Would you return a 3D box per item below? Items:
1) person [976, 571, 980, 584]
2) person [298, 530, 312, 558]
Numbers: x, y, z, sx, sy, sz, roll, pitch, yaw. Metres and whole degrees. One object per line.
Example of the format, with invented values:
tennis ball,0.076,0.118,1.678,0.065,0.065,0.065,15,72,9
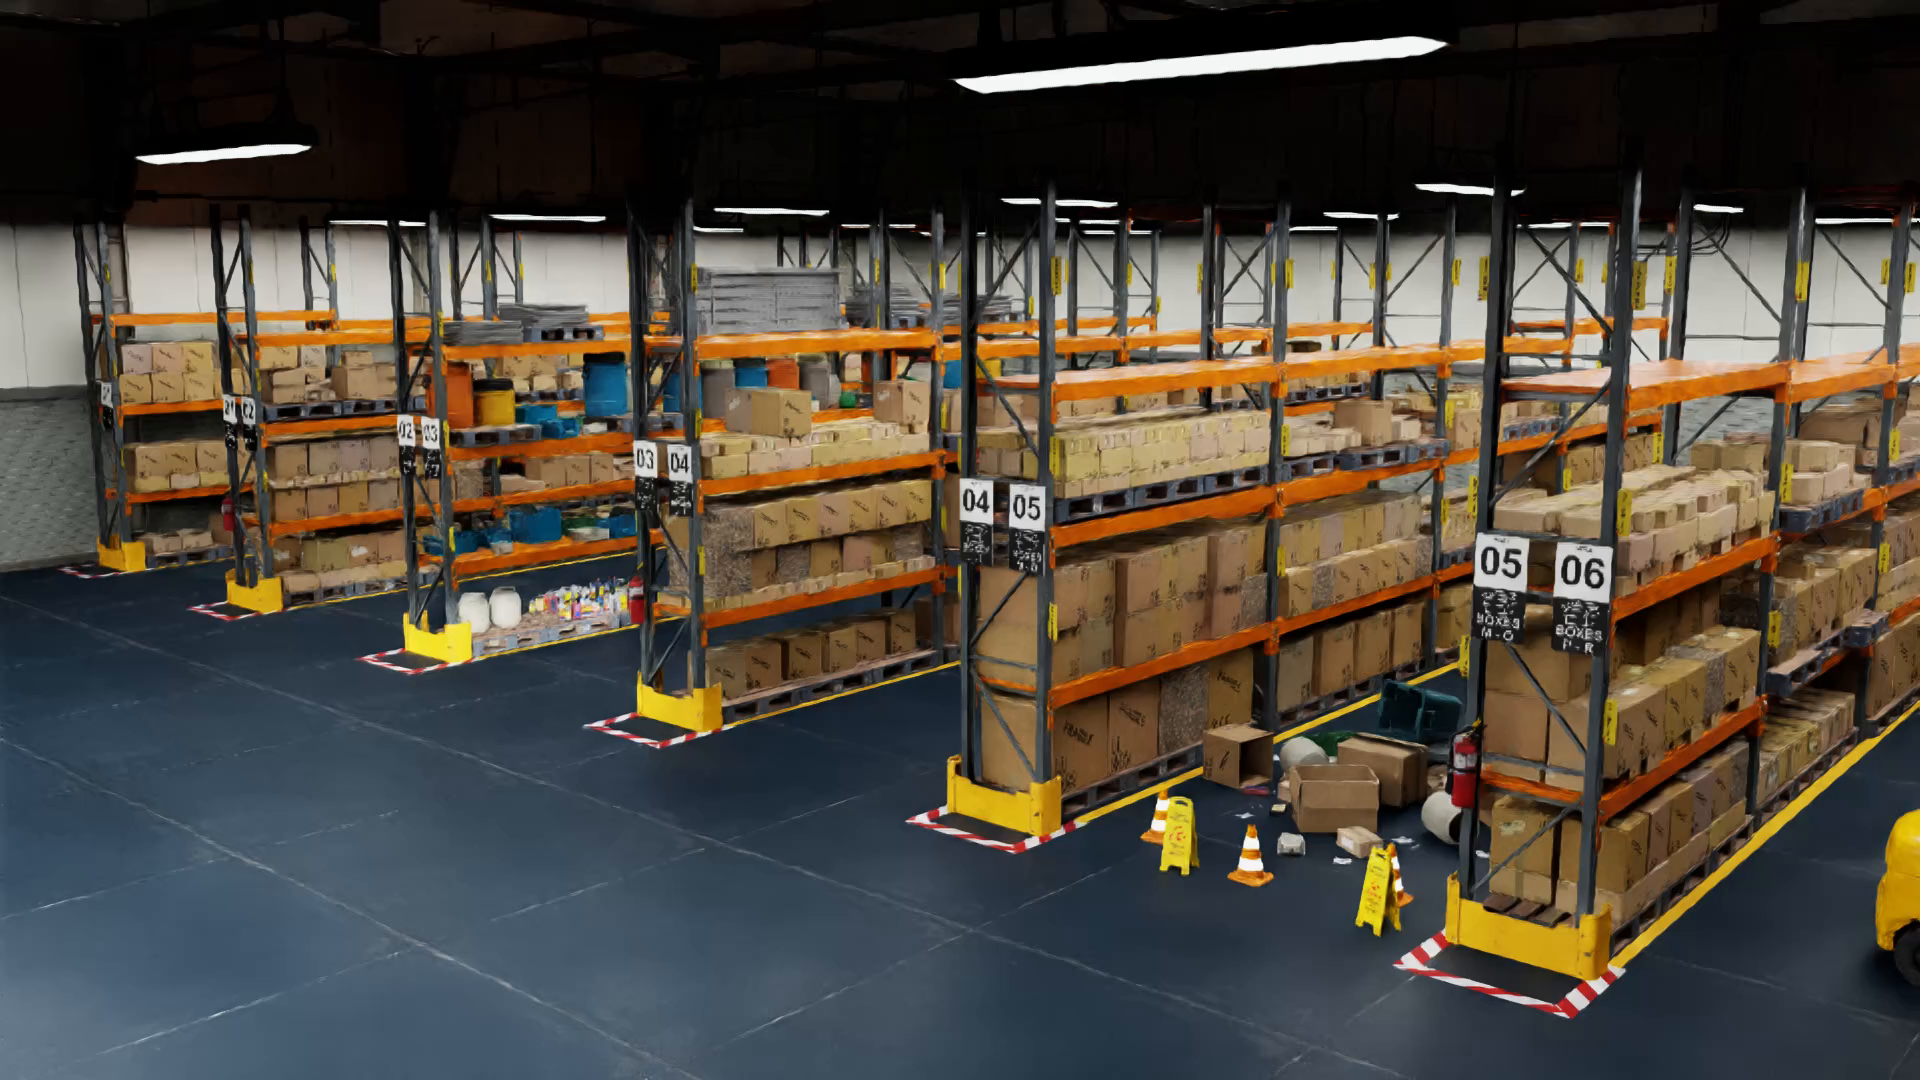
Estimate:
person,0.293,-0.092,25.303,0.479,1.567,1.081,9,13,43
person,-11.617,-0.495,29.503,0.346,1.642,0.482,2,10,13
